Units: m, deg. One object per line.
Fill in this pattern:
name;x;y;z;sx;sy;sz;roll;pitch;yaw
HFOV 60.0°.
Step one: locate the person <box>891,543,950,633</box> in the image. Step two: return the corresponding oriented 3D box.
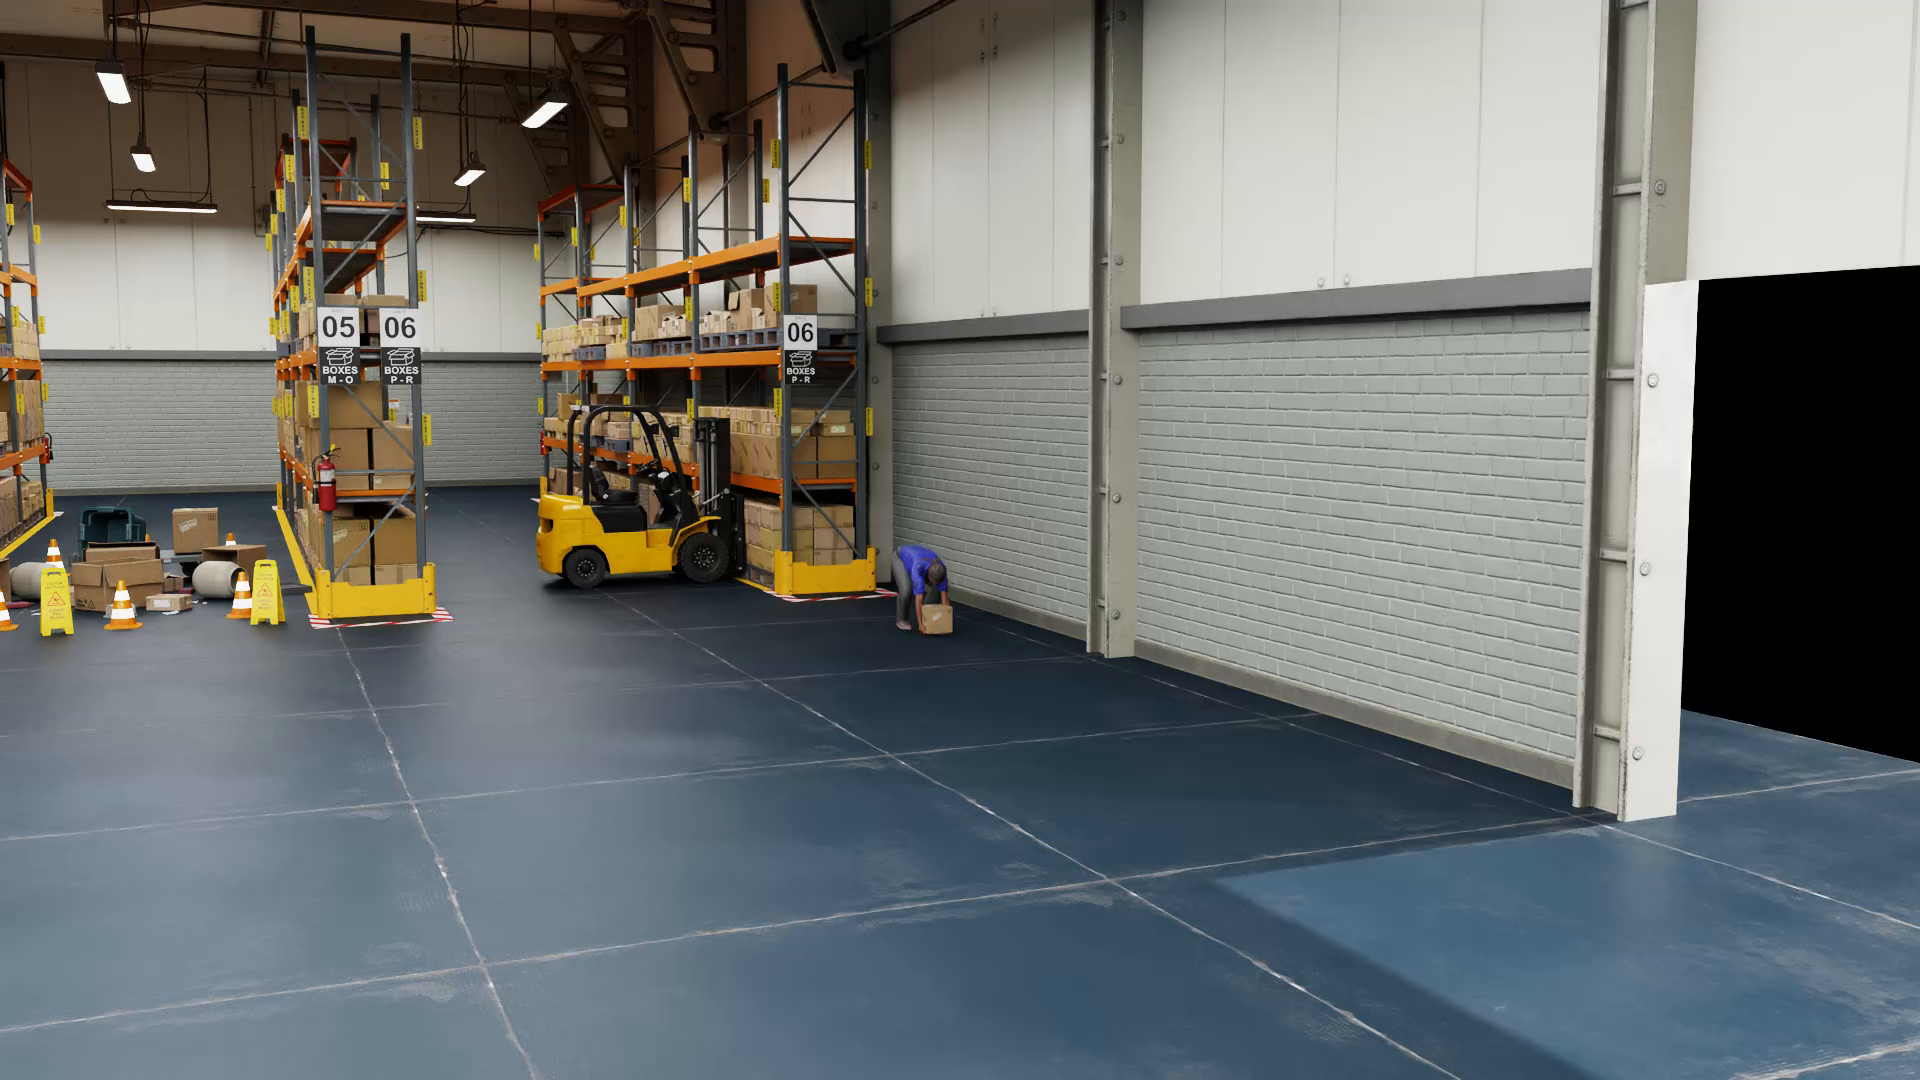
person;-0.372;0.472;16.353;0.453;0.850;0.865;-3;6;-26
